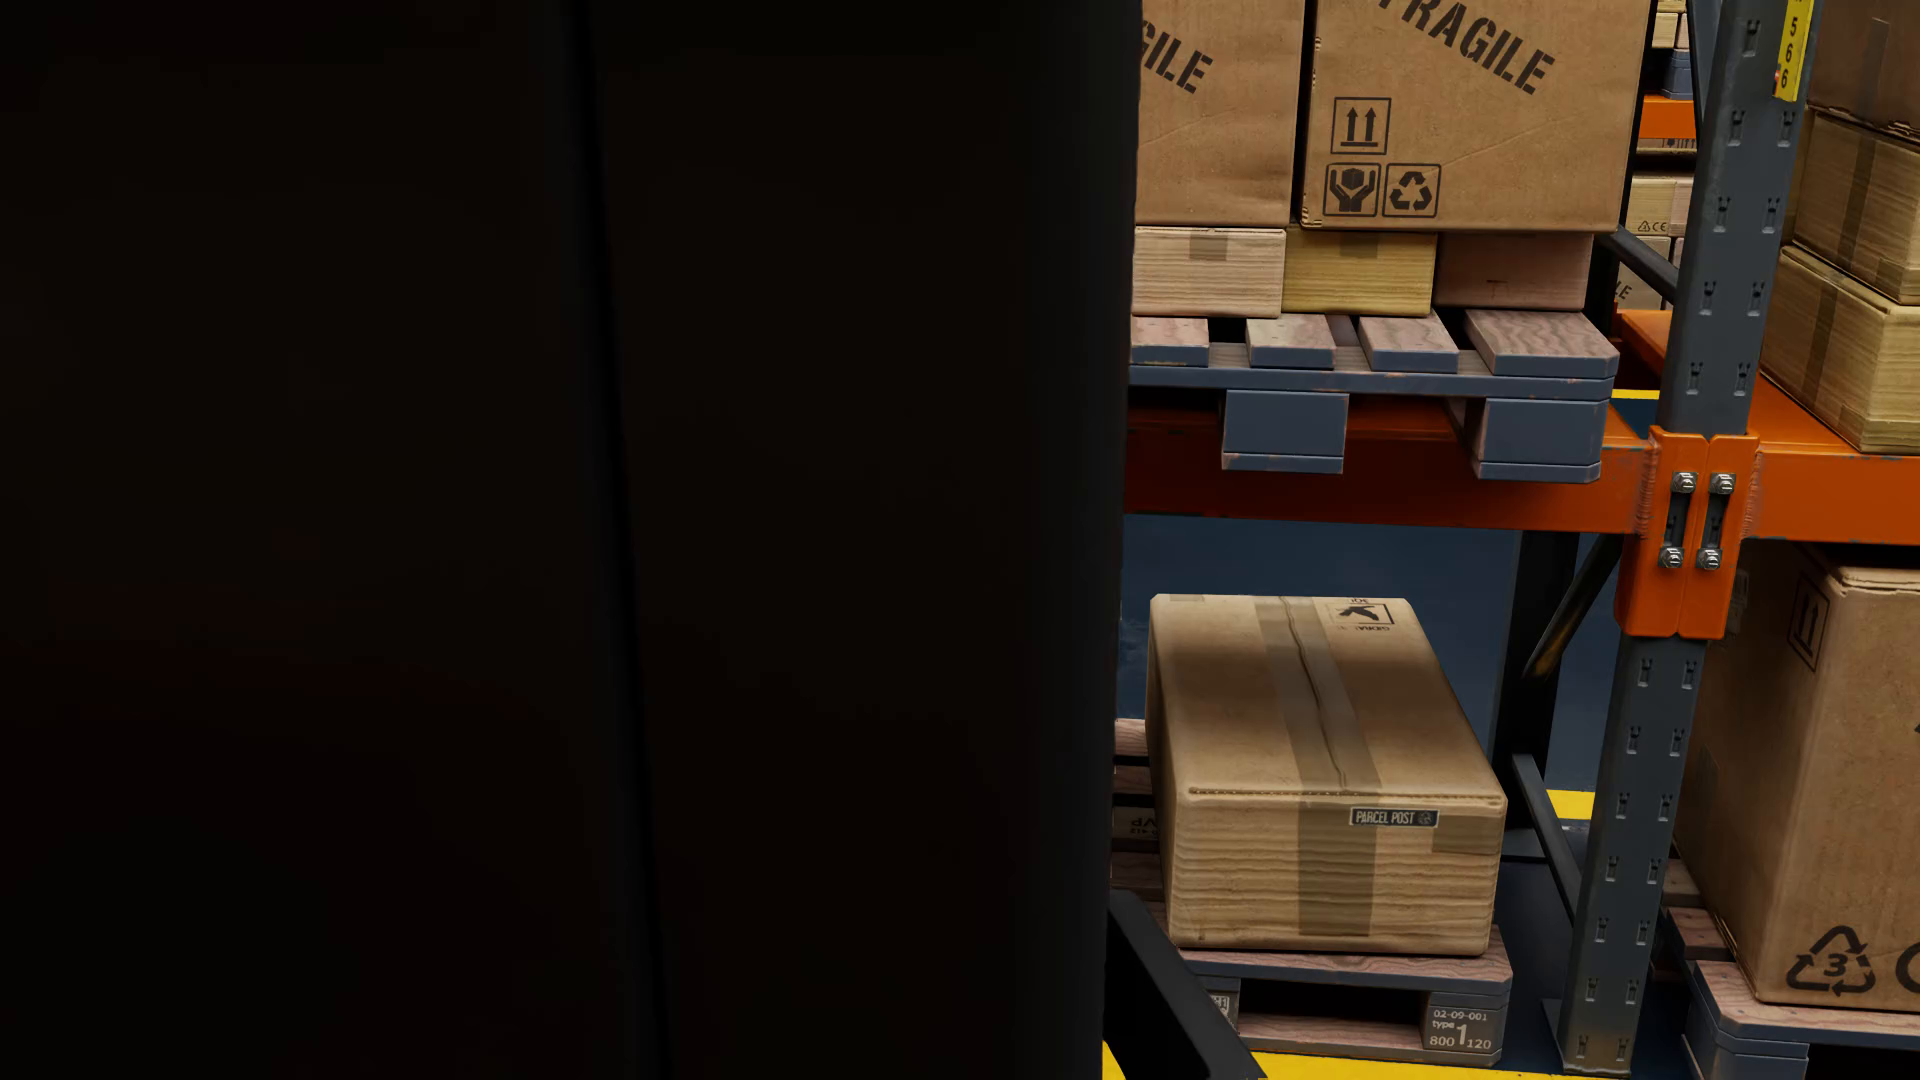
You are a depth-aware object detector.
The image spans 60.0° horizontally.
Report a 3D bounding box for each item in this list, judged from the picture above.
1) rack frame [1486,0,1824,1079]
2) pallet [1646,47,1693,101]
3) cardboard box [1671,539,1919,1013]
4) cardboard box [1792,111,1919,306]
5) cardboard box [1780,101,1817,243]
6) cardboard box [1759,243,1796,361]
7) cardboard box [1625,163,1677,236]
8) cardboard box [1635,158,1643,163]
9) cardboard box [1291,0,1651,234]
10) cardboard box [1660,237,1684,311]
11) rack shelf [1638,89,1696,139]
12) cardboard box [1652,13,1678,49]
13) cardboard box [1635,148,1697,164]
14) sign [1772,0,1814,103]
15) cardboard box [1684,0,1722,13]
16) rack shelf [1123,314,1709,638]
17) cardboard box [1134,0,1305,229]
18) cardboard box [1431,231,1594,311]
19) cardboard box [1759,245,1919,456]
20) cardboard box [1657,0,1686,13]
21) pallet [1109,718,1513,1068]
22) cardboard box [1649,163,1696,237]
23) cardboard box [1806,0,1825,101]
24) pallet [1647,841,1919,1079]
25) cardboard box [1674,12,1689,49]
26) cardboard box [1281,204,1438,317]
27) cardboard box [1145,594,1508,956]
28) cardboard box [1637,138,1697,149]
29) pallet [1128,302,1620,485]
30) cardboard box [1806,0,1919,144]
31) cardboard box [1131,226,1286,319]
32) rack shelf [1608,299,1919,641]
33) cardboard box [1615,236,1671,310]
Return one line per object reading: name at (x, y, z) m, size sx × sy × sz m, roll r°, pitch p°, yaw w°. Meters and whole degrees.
rack frame at (1.311, -0.522, 3.180) m, size 0.127 × 3.000 × 1.000 m, roll 2°, pitch 22°, yaw 6°
pallet at (3.764, -2.174, 7.619) m, size 1.213 × 0.211 × 1.003 m, roll 2°, pitch 22°, yaw 6°
cardboard box at (1.987, 0.331, 3.341) m, size 0.875 × 0.875 × 0.875 m, roll 2°, pitch 22°, yaw 6°
cardboard box at (1.785, -0.573, 2.832) m, size 0.500 × 0.250 × 0.500 m, roll 2°, pitch 22°, yaw 6°
cardboard box at (1.822, -0.756, 3.297) m, size 0.500 × 0.250 × 0.500 m, roll 2°, pitch 22°, yaw 6°
cardboard box at (1.844, -0.525, 3.392) m, size 0.500 × 0.250 × 0.500 m, roll 2°, pitch 22°, yaw 4°
cardboard box at (2.953, -1.575, 7.653) m, size 0.500 × 0.250 × 0.500 m, roll 2°, pitch 22°, yaw 6°
cardboard box at (3.006, -1.763, 8.129) m, size 0.500 × 0.250 × 0.500 m, roll 3°, pitch 22°, yaw 7°
cardboard box at (0.827, -0.820, 2.823) m, size 0.500 × 0.500 × 0.500 m, roll 2°, pitch 22°, yaw 5°
cardboard box at (3.476, -1.202, 7.728) m, size 0.500 × 0.500 × 0.500 m, roll 2°, pitch 22°, yaw 5°
rack shelf at (3.779, -1.912, 7.676) m, size 4.000 × 0.370 × 1.077 m, roll 2°, pitch 22°, yaw 6°
cardboard box at (3.016, -2.285, 7.409) m, size 0.250 × 0.149 × 0.380 m, roll 3°, pitch 22°, yaw 9°
cardboard box at (3.509, -1.736, 8.059) m, size 0.500 × 0.250 × 0.500 m, roll 3°, pitch 22°, yaw 8°
sign at (1.257, -0.825, 2.480) m, size 0.005 × 0.325 × 0.100 m, roll 2°, pitch 22°, yaw 6°
cardboard box at (3.282, -2.413, 7.329) m, size 0.250 × 0.149 × 0.380 m, roll 3°, pitch 22°, yaw 6°
rack shelf at (-0.675, -0.274, 3.531) m, size 4.000 × 0.370 × 1.077 m, roll 2°, pitch 22°, yaw 6°
cardboard box at (0.312, -0.839, 2.869) m, size 0.500 × 0.500 × 0.500 m, roll 2°, pitch 22°, yaw 5°
cardboard box at (0.958, -0.529, 2.968) m, size 0.250 × 0.149 × 0.380 m, roll 3°, pitch 22°, yaw 8°
cardboard box at (1.767, -0.339, 2.922) m, size 0.500 × 0.250 × 0.500 m, roll 2°, pitch 22°, yaw 5°
cardboard box at (3.035, -2.424, 7.357) m, size 0.250 × 0.149 × 0.380 m, roll 3°, pitch 22°, yaw 7°
pallet at (0.535, 0.740, 3.780) m, size 1.213 × 0.211 × 1.003 m, roll 2°, pitch 22°, yaw 6°
cardboard box at (3.443, -1.549, 7.587) m, size 0.500 × 0.250 × 0.500 m, roll 3°, pitch 22°, yaw 7°
cardboard box at (1.855, -1.107, 3.163) m, size 0.500 × 0.500 × 0.500 m, roll 2°, pitch 22°, yaw 5°
pallet at (2.085, 0.836, 3.537) m, size 1.213 × 0.211 × 1.003 m, roll 2°, pitch 22°, yaw 6°
cardboard box at (3.281, -2.274, 7.383) m, size 0.250 × 0.149 × 0.380 m, roll 3°, pitch 22°, yaw 8°
cardboard box at (0.683, -0.514, 2.930) m, size 0.250 × 0.149 × 0.380 m, roll 3°, pitch 22°, yaw 7°
cardboard box at (0.751, 0.477, 3.657) m, size 0.625 × 0.372 × 0.950 m, roll 1°, pitch 22°, yaw 3°
cardboard box at (4.924, -3.233, 12.356) m, size 0.875 × 0.875 × 1.225 m, roll 2°, pitch 22°, yaw 4°
pallet at (0.591, -0.425, 3.195) m, size 1.003 × 0.211 × 1.213 m, roll 2°, pitch 22°, yaw 6°
cardboard box at (1.772, -0.923, 2.698) m, size 0.500 × 0.500 × 0.500 m, roll 2°, pitch 22°, yaw 5°
cardboard box at (0.428, -0.508, 2.916) m, size 0.250 × 0.149 × 0.380 m, roll 2°, pitch 22°, yaw 6°
rack shelf at (3.297, -0.101, 3.094) m, size 4.000 × 0.370 × 1.077 m, roll 2°, pitch 22°, yaw 6°
cardboard box at (2.965, -1.222, 7.780) m, size 0.500 × 0.500 × 0.500 m, roll 3°, pitch 22°, yaw 7°
